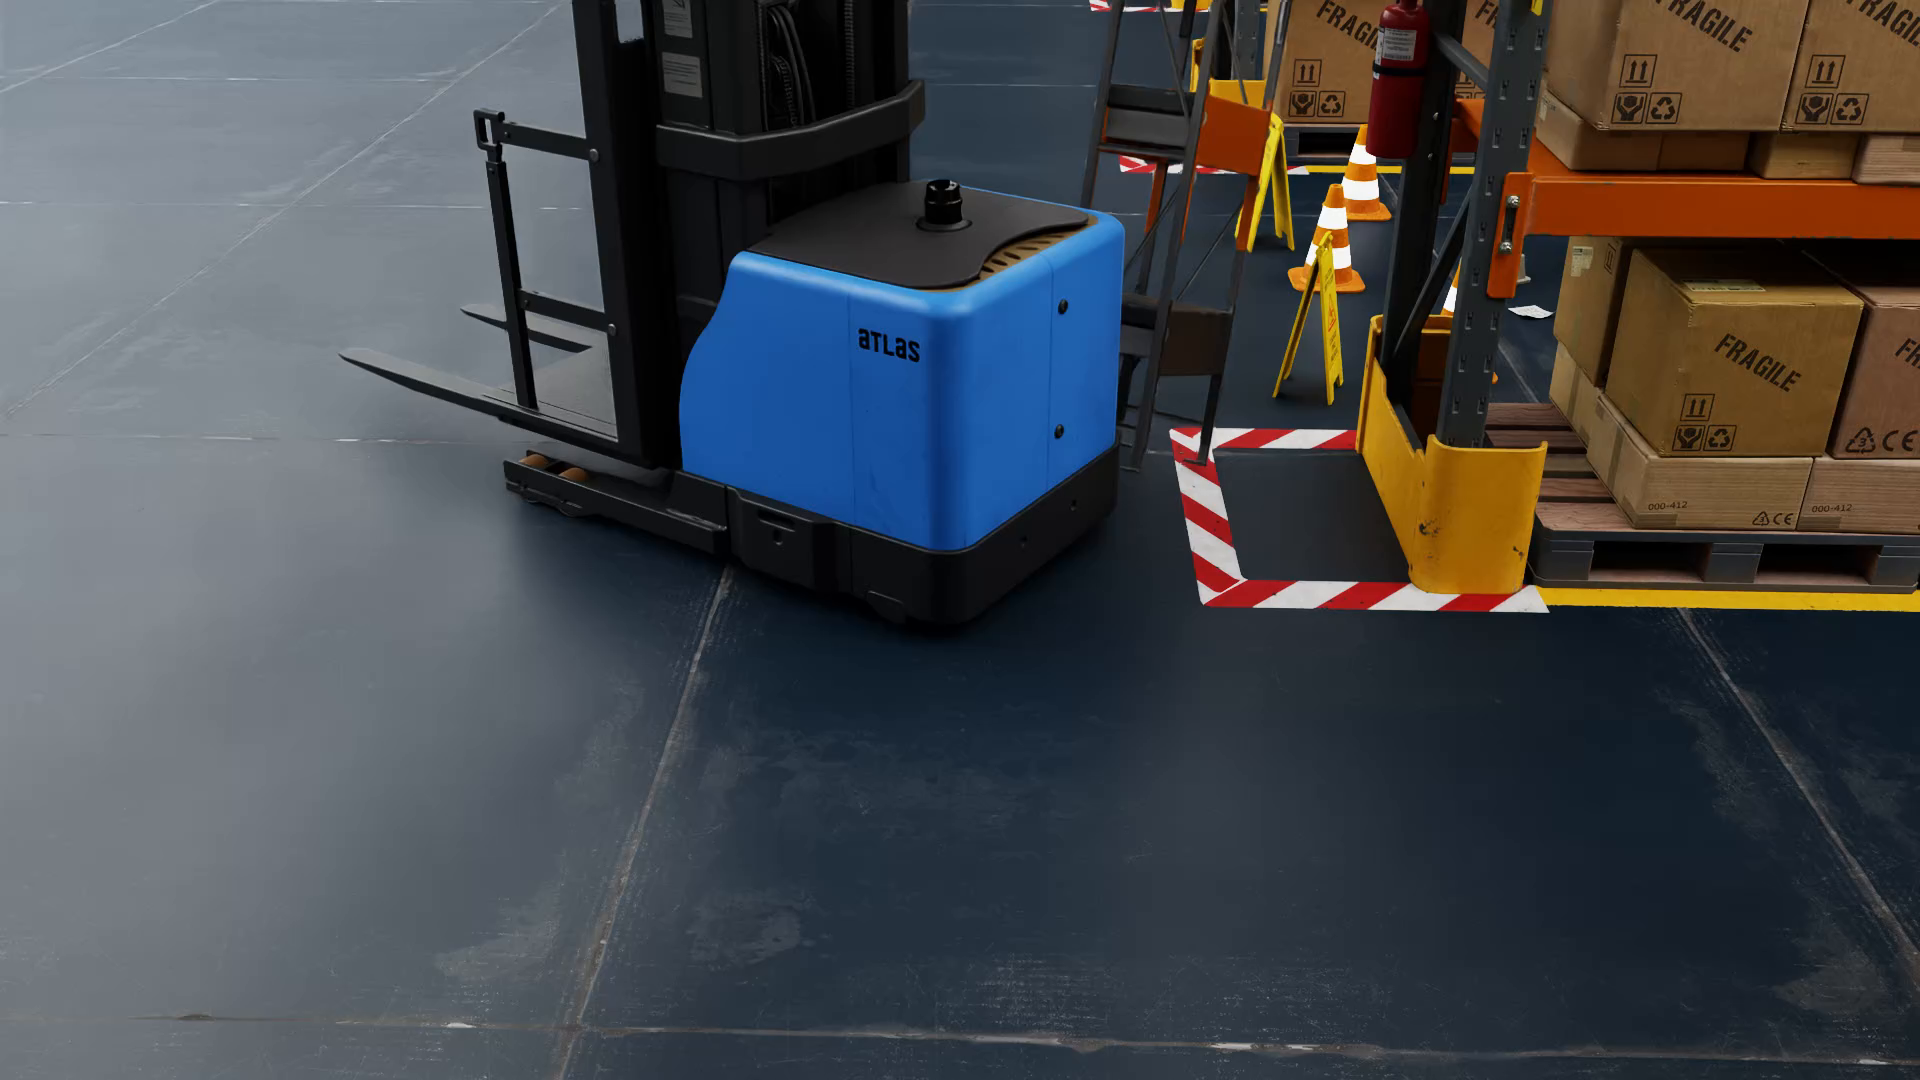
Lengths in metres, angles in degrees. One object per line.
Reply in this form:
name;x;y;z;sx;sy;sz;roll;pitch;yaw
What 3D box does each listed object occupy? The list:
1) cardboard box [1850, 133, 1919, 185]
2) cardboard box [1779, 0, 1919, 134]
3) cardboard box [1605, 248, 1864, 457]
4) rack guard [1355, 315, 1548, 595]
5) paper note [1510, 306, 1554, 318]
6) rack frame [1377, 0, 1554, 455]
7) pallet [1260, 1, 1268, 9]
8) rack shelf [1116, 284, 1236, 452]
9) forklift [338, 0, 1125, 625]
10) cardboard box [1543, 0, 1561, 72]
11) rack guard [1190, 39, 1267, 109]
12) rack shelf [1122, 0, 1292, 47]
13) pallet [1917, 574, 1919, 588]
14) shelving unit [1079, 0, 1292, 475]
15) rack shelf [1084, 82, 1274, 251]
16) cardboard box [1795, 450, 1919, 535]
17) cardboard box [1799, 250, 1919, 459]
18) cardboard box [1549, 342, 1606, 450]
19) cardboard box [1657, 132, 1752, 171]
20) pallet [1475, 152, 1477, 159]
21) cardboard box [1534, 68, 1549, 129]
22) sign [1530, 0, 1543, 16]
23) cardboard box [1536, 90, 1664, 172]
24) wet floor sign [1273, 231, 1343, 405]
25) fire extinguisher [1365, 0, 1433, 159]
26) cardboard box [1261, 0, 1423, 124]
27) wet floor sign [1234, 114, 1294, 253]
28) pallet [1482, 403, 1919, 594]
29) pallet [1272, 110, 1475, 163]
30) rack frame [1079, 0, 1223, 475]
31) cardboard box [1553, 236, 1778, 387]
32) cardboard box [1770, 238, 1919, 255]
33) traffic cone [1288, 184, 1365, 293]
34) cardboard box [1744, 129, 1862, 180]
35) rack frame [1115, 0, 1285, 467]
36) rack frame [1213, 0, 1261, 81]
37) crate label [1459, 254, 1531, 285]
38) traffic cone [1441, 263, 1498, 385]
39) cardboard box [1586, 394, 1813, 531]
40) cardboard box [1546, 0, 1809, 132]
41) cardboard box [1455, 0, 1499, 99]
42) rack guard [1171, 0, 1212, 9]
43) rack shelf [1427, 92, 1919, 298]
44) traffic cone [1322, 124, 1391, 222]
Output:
cardboard box;2.658;-1.150;4.802;0.250;0.149;0.380;1;28;3
cardboard box;2.540;-1.460;4.694;0.500;0.500;0.500;2;28;3
cardboard box;2.379;-0.588;5.161;0.500;0.500;0.500;0;28;0
rack guard;1.634;-0.323;5.643;0.348;0.500;1.175;1;28;2
paper note;2.573;-1.033;7.484;0.142;0.019;0.148;-9;29;-16
rack frame;1.558;-1.429;5.060;0.127;3.000;1.000;1;28;2
pallet;2.795;-4.804;14.405;1.213;0.211;1.003;1;28;2
rack shelf;0.637;-0.617;5.860;0.431;0.518;0.480;17;15;33
forklift;-0.977;-1.559;5.380;3.031;2.935;1.130;17;33;30
cardboard box;2.111;-1.724;5.194;0.500;0.500;0.500;0;28;1
rack guard;1.608;-2.643;10.020;0.348;0.500;1.175;1;28;2
rack shelf;0.845;-1.969;5.559;0.431;0.518;0.480;17;15;33
pallet;3.661;-0.144;5.614;1.213;0.211;1.003;1;28;2
shelving unit;0.743;-1.306;5.707;0.431;2.100;0.503;17;15;33
rack shelf;0.741;-1.293;5.710;0.431;0.518;0.480;17;15;33
cardboard box;2.865;-0.245;5.314;0.500;0.250;0.500;2;28;4
cardboard box;2.901;-0.581;5.148;0.500;0.500;0.500;0;28;0
cardboard box;2.400;-0.512;5.818;0.500;0.250;0.500;1;28;2
cardboard box;2.143;-1.218;4.931;0.250;0.149;0.380;1;28;3
pallet;3.650;-2.517;10.091;1.213;0.211;1.003;1;28;2
cardboard box;1.940;-1.412;5.296;0.250;0.149;0.380;2;28;4
sign;1.539;-1.557;4.378;0.005;0.325;0.100;1;28;2
cardboard box;1.891;-1.215;4.926;0.250;0.149;0.380;1;28;2
wet floor sign;1.406;-0.893;6.562;0.232;0.644;0.267;11;30;19
fire extinguisher;1.460;-1.612;5.489;0.183;0.674;0.296;1;28;2
cardboard box;2.312;-3.014;9.871;0.875;0.875;0.875;1;28;2
wet floor sign;1.533;-1.781;8.238;0.232;0.644;0.267;-4;28;-7
pallet;2.445;-0.166;5.654;1.213;0.211;1.003;1;28;2
pallet;2.434;-2.539;10.131;1.213;0.211;1.003;1;28;2
rack frame;0.601;-1.284;5.509;0.400;2.100;0.015;17;15;33
cardboard box;2.368;-0.840;5.636;0.500;0.500;0.500;1;28;2
cardboard box;2.890;-0.833;5.622;0.500;0.500;0.500;2;28;4
traffic cone;1.733;-1.430;7.771;0.334;0.463;0.336;1;28;2
cardboard box;2.406;-1.175;4.850;0.250;0.149;0.380;0;28;0
rack frame;0.885;-1.328;5.904;0.400;2.100;0.015;17;15;33
rack frame;1.632;-3.747;9.434;0.127;3.000;1.000;1;28;2
crate label;2.521;-1.302;7.877;0.298;0.136;0.250;-14;31;-24
traffic cone;2.034;-0.905;6.780;0.334;0.463;0.336;1;28;2
cardboard box;2.355;-0.257;5.337;0.500;0.250;0.500;1;28;1
cardboard box;2.022;-1.467;4.707;0.500;0.500;0.500;1;28;1
cardboard box;3.192;-3.000;9.845;0.875;0.875;0.875;1;28;1
rack guard;1.984;-4.962;14.394;0.348;0.500;1.175;1;28;2
rack shelf;3.557;-1.078;5.166;4.000;0.370;1.077;1;28;2
traffic cone;2.113;-1.953;8.758;0.334;0.463;0.336;1;28;2
